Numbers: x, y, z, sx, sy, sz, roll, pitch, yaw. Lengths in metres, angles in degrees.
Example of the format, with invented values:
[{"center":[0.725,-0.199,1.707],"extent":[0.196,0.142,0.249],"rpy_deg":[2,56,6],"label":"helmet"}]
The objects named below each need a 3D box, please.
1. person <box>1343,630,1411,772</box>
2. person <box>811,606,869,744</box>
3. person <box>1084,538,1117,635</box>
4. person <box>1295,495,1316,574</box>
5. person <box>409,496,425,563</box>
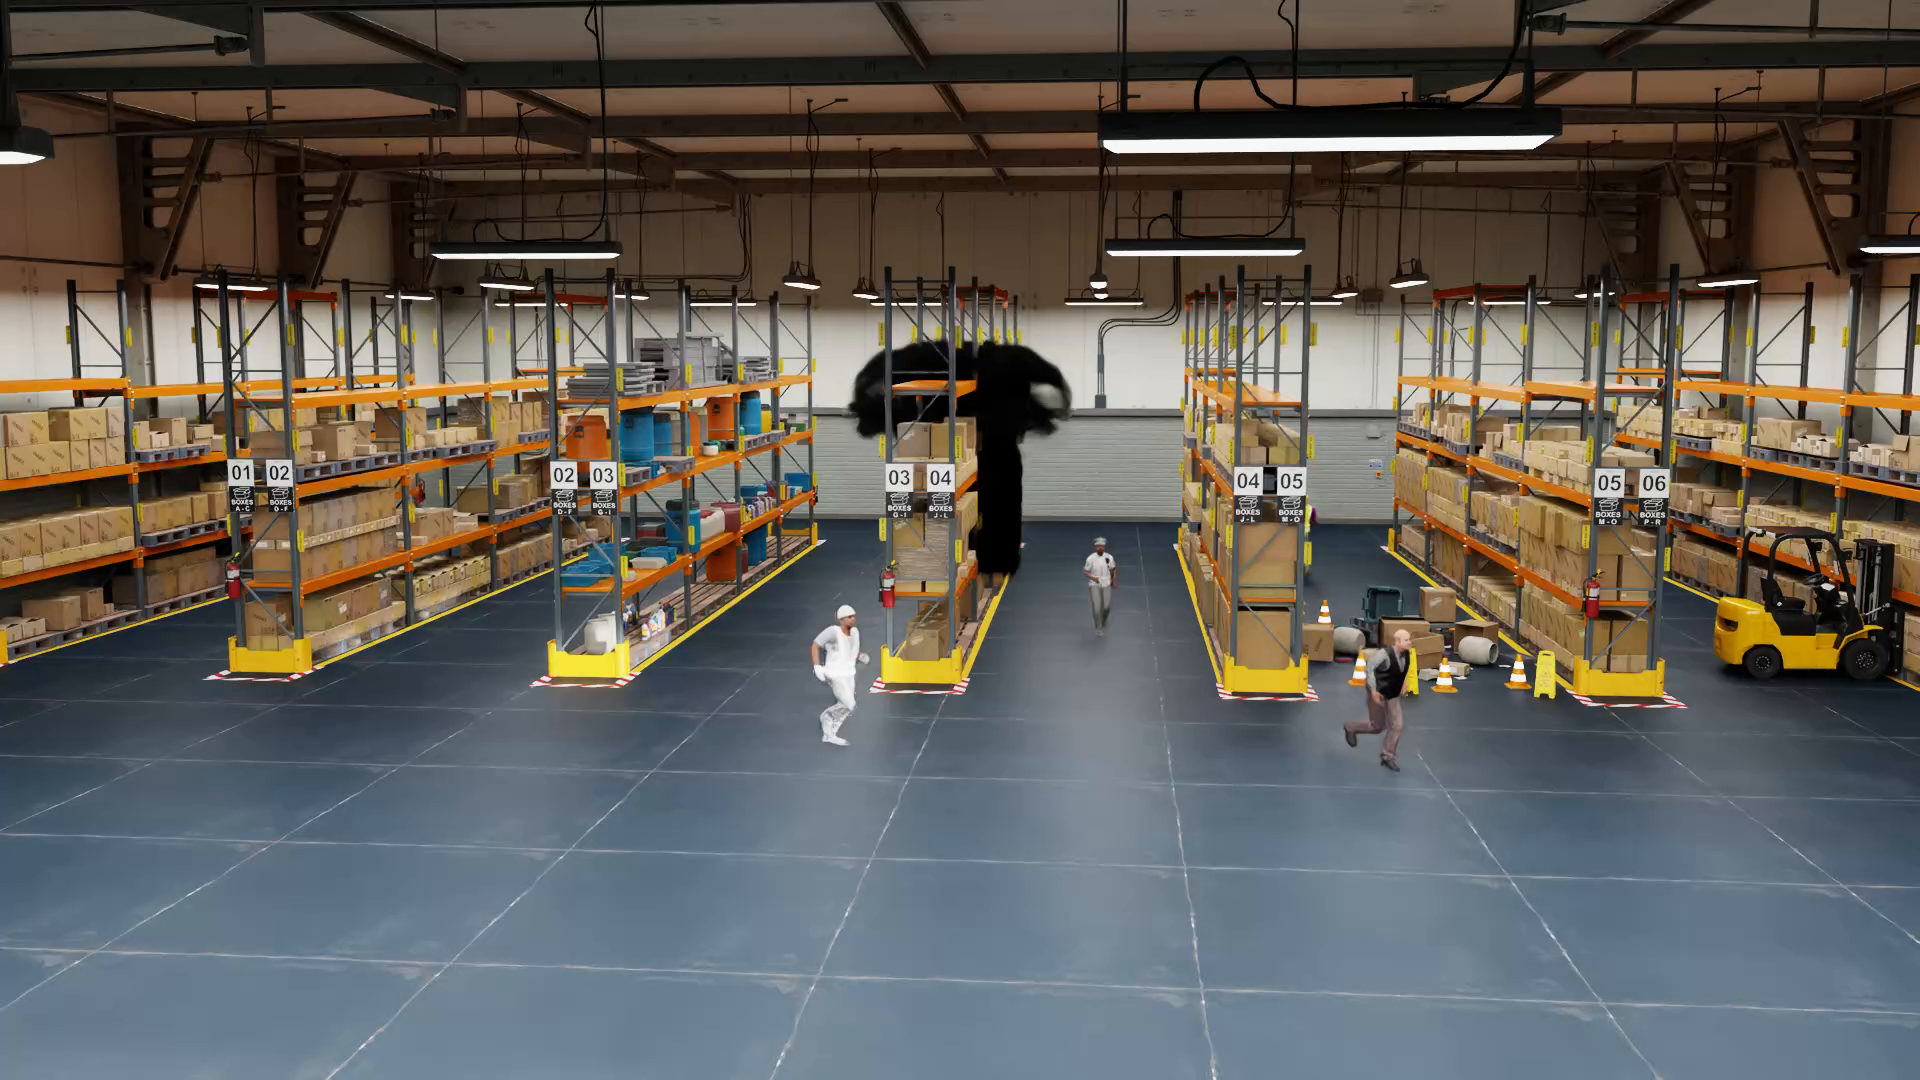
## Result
[{"center":[4.921,1.837,19.572],"extent":[0.664,1.675,0.907],"rpy_deg":[-6,9,-39],"label":"person"},{"center":[-1.417,1.667,20.414],"extent":[0.617,1.730,0.679],"rpy_deg":[5,8,35],"label":"person"},{"center":[2.382,0.783,28.060],"extent":[0.570,1.661,0.553],"rpy_deg":[0,7,-2],"label":"person"},{"center":[7.170,-0.132,35.117],"extent":[0.706,1.790,0.878],"rpy_deg":[1,7,5],"label":"person"},{"center":[-11.568,-0.106,35.331],"extent":[0.616,1.708,0.715],"rpy_deg":[0,7,3],"label":"person"}]
